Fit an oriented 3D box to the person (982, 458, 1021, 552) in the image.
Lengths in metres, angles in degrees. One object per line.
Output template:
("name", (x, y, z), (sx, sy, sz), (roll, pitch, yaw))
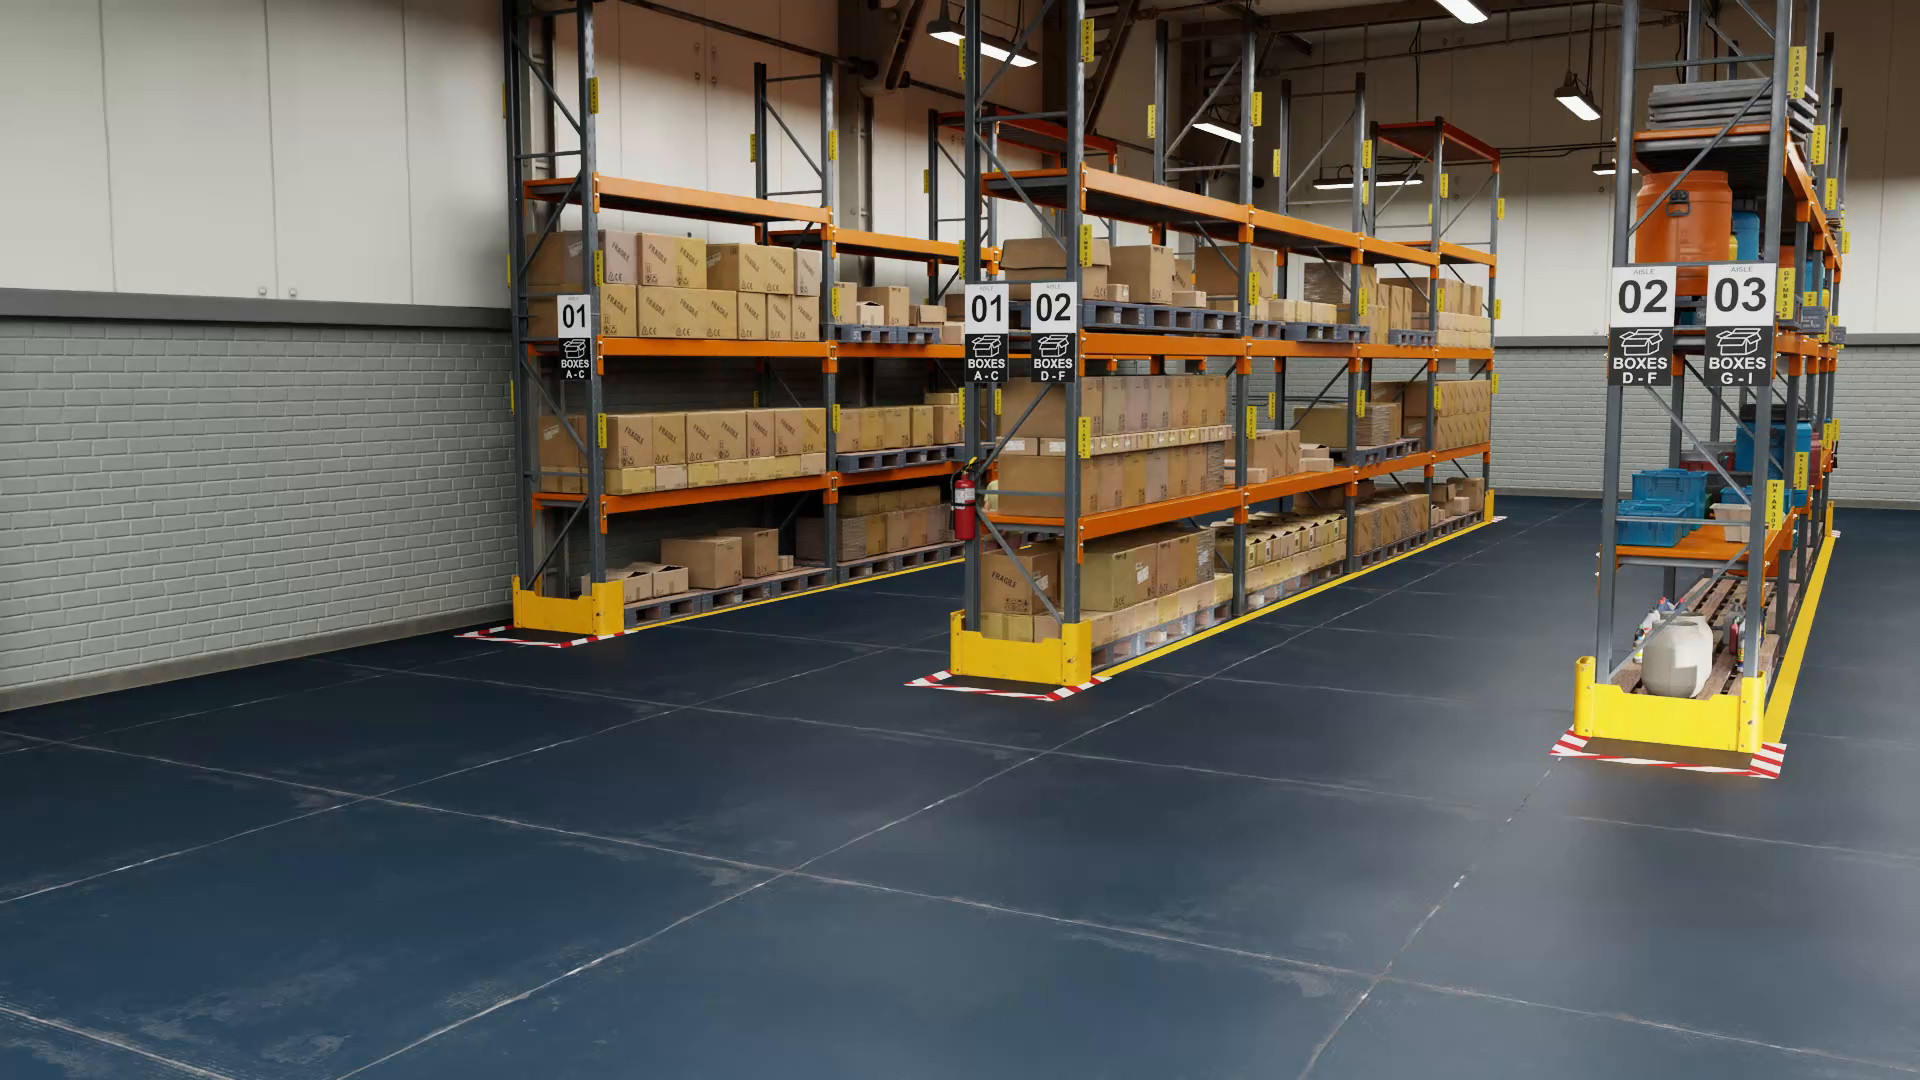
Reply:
("person", (0.413, -0.031, 16.620), (0.459, 1.674, 0.499), (3, 7, 27))
